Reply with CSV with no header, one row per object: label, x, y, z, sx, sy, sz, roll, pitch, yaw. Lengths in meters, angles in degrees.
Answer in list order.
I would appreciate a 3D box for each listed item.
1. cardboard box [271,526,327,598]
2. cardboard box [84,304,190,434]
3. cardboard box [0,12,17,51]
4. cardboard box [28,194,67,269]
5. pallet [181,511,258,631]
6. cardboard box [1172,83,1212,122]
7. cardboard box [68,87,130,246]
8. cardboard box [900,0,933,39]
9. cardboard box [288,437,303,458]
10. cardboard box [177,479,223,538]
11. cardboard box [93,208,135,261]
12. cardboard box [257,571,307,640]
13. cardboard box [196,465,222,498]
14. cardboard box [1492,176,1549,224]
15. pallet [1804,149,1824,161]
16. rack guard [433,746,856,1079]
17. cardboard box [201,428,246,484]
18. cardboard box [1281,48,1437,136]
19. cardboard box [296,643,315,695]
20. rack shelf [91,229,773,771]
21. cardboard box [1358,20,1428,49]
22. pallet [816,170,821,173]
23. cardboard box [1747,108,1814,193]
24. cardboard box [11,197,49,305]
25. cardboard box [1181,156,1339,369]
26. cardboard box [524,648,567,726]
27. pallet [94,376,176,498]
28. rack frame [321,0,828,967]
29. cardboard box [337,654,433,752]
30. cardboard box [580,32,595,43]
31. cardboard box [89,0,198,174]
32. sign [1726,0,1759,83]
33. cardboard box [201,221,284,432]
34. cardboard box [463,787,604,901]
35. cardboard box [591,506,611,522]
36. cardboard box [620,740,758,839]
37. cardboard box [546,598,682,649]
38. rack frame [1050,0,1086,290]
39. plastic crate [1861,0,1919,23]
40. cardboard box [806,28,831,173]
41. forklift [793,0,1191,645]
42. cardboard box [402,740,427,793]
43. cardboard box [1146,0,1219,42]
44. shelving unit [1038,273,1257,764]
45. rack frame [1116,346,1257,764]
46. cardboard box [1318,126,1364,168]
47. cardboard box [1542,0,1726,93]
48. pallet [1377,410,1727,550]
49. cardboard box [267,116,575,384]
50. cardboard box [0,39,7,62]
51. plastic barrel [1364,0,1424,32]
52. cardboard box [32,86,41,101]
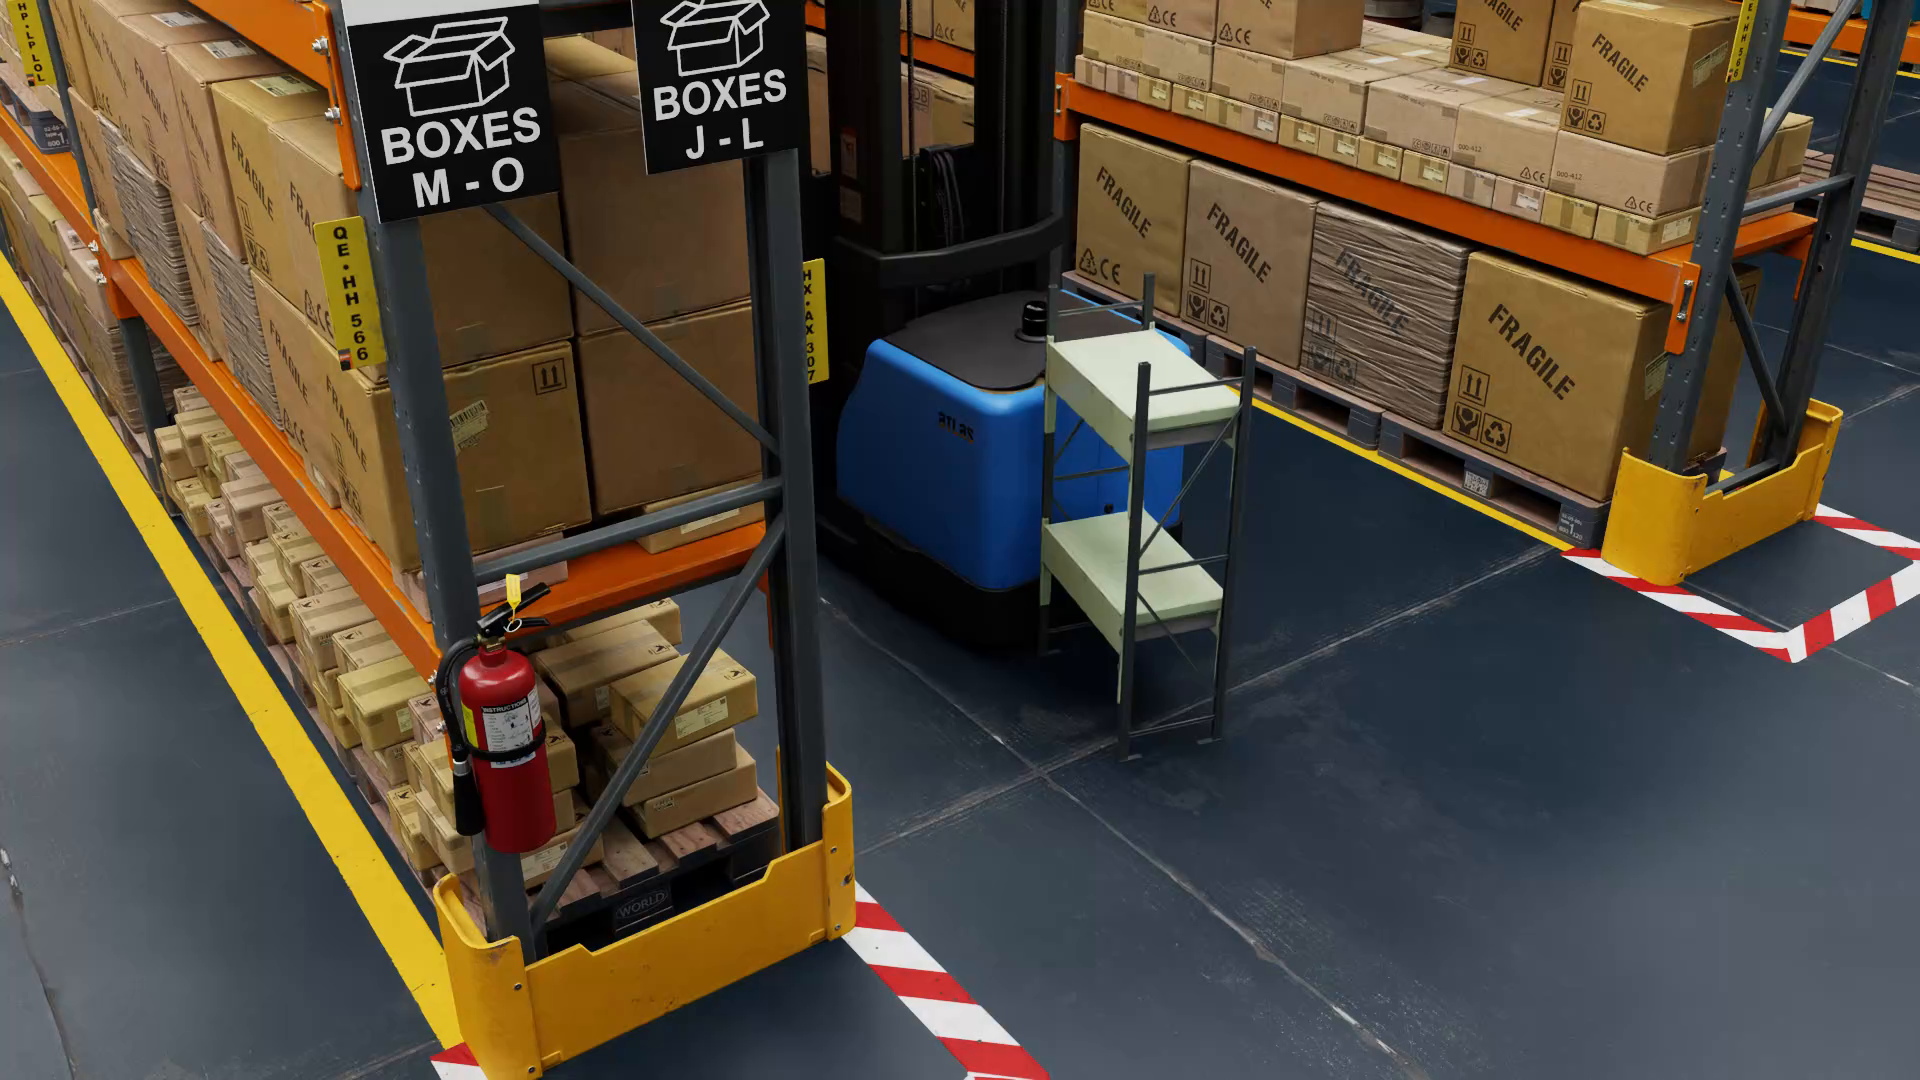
cardboard box,-2.227,0.041,5.955,0.380,0.149,0.250,-19,34,-30
cardboard box,-3.778,-0.876,7.898,0.500,0.500,0.500,-19,34,-32
cardboard box,-4.599,-2.588,8.383,0.380,0.149,0.250,-19,34,-31
cardboard box,-4.387,-1.612,8.468,0.500,0.250,0.500,-20,35,-33
pallet,-2.725,-0.095,7.204,1.003,0.211,1.213,-19,34,-31
cardboard box,1.316,-2.282,8.572,0.380,0.149,0.250,-20,34,-32
cardboard box,-3.062,-1.484,6.423,0.500,0.500,0.500,-19,34,-32
cardboard box,-0.129,-3.451,10.357,0.500,0.500,0.500,-19,34,-31
cardboard box,-1.810,-0.358,5.030,0.380,0.149,0.250,-20,35,-33
cardboard box,-3.040,-0.169,6.966,0.380,0.149,0.250,-18,33,-29
cardboard box,-3.246,-1.260,6.691,0.380,0.149,0.250,-17,33,-29
cardboard box,-2.292,0.191,5.990,0.380,0.149,0.250,-18,34,-30
cardboard box,-2.974,-0.331,6.952,0.380,0.149,0.250,-19,34,-30
cardboard box,2.503,-1.486,7.107,0.380,0.149,0.250,-19,34,-31
pallet,5.448,-2.776,12.140,1.003,0.211,1.213,-19,34,-31
rack guard,-0.867,1.052,4.788,1.175,0.500,0.348,-19,34,-31
cardboard box,-2.814,-0.365,6.703,0.380,0.149,0.250,-19,34,-31
cardboard box,1.884,-2.127,7.868,0.500,0.250,0.500,-19,34,-31
cardboard box,-2.108,0.420,5.880,0.380,0.149,0.250,-18,33,-30
rack shelf,-1.984,-0.478,5.741,1.077,0.370,4.000,-19,34,-31
cardboard box,2.024,-2.472,8.505,0.500,0.250,0.500,-18,33,-30
pallet,-0.265,-2.434,11.510,1.003,0.211,1.213,-19,34,-31
cardboard box,3.217,-1.676,7.039,0.500,0.250,0.500,-20,34,-32
cardboard box,-4.967,-1.673,9.366,0.500,0.500,0.500,-18,33,-30
cardboard box,1.795,-1.528,8.706,0.875,0.875,0.875,-19,34,-31
cardboard box,-1.245,0.454,5.507,0.380,0.149,0.250,-18,33,-30
pallet,-3.596,-0.648,8.223,1.003,0.211,1.213,-19,34,-31
rack frame,-0.823,-0.017,4.137,1.000,3.000,0.127,-19,34,-31
cardboard box,-1.690,0.476,5.155,0.380,0.149,0.250,-20,34,-32
cardboard box,-3.085,-4.675,14.873,0.700,0.500,0.500,-19,34,-31
cardboard box,-2.500,-1.541,5.480,0.500,0.500,0.500,-18,33,-30
sign,2.825,-1.818,5.994,0.100,0.325,0.005,-19,34,-31
cardboard box,-1.890,-0.691,4.962,0.500,0.500,0.500,-19,34,-30
cardboard box,-1.299,0.905,4.988,0.380,0.149,0.250,-18,33,-30
cardboard box,-0.926,-0.210,4.757,0.380,0.149,0.250,-17,33,-29
cardboard box,-0.867,0.759,5.256,0.380,0.149,0.250,-18,33,-30
cardboard box,-1.150,0.285,5.506,0.380,0.149,0.250,-19,34,-31
rack frame,0.955,-2.905,9.457,1.000,3.000,0.127,-19,34,-31
plastic crate,5.910,-3.402,10.483,0.416,0.233,0.300,-19,34,-31
cardboard box,-0.471,-3.089,11.580,1.225,0.875,0.875,-19,34,-30
forklift,-0.380,-1.528,6.992,1.130,2.935,3.031,-20,34,-32
cardboard box,-1.470,0.678,5.093,0.380,0.149,0.250,-20,34,-32
cardboard box,1.304,-2.849,8.413,0.500,0.500,0.500,-19,34,-31
shelving unit,0.616,-0.078,5.823,0.431,1.500,0.755,-10,30,-17
rack frame,0.740,0.086,5.520,0.400,1.500,0.023,-10,30,-17
cardboard box,1.914,-1.882,7.835,0.380,0.149,0.250,-18,33,-30
cardboard box,2.927,-2.200,7.218,0.500,0.500,0.500,-20,34,-32
pallet,2.748,-0.414,7.791,1.003,0.211,1.213,-19,34,-31
cardboard box,-1.291,-0.740,4.005,0.500,0.500,0.500,-20,34,-32
cardboard box,-4.899,-2.657,8.823,0.380,0.149,0.250,-17,33,-28
plastic barrel,3.622,-4.332,14.170,0.600,0.588,0.708,-19,34,-31
cardboard box,-4.294,-2.251,8.075,0.380,0.149,0.250,-17,33,-29
